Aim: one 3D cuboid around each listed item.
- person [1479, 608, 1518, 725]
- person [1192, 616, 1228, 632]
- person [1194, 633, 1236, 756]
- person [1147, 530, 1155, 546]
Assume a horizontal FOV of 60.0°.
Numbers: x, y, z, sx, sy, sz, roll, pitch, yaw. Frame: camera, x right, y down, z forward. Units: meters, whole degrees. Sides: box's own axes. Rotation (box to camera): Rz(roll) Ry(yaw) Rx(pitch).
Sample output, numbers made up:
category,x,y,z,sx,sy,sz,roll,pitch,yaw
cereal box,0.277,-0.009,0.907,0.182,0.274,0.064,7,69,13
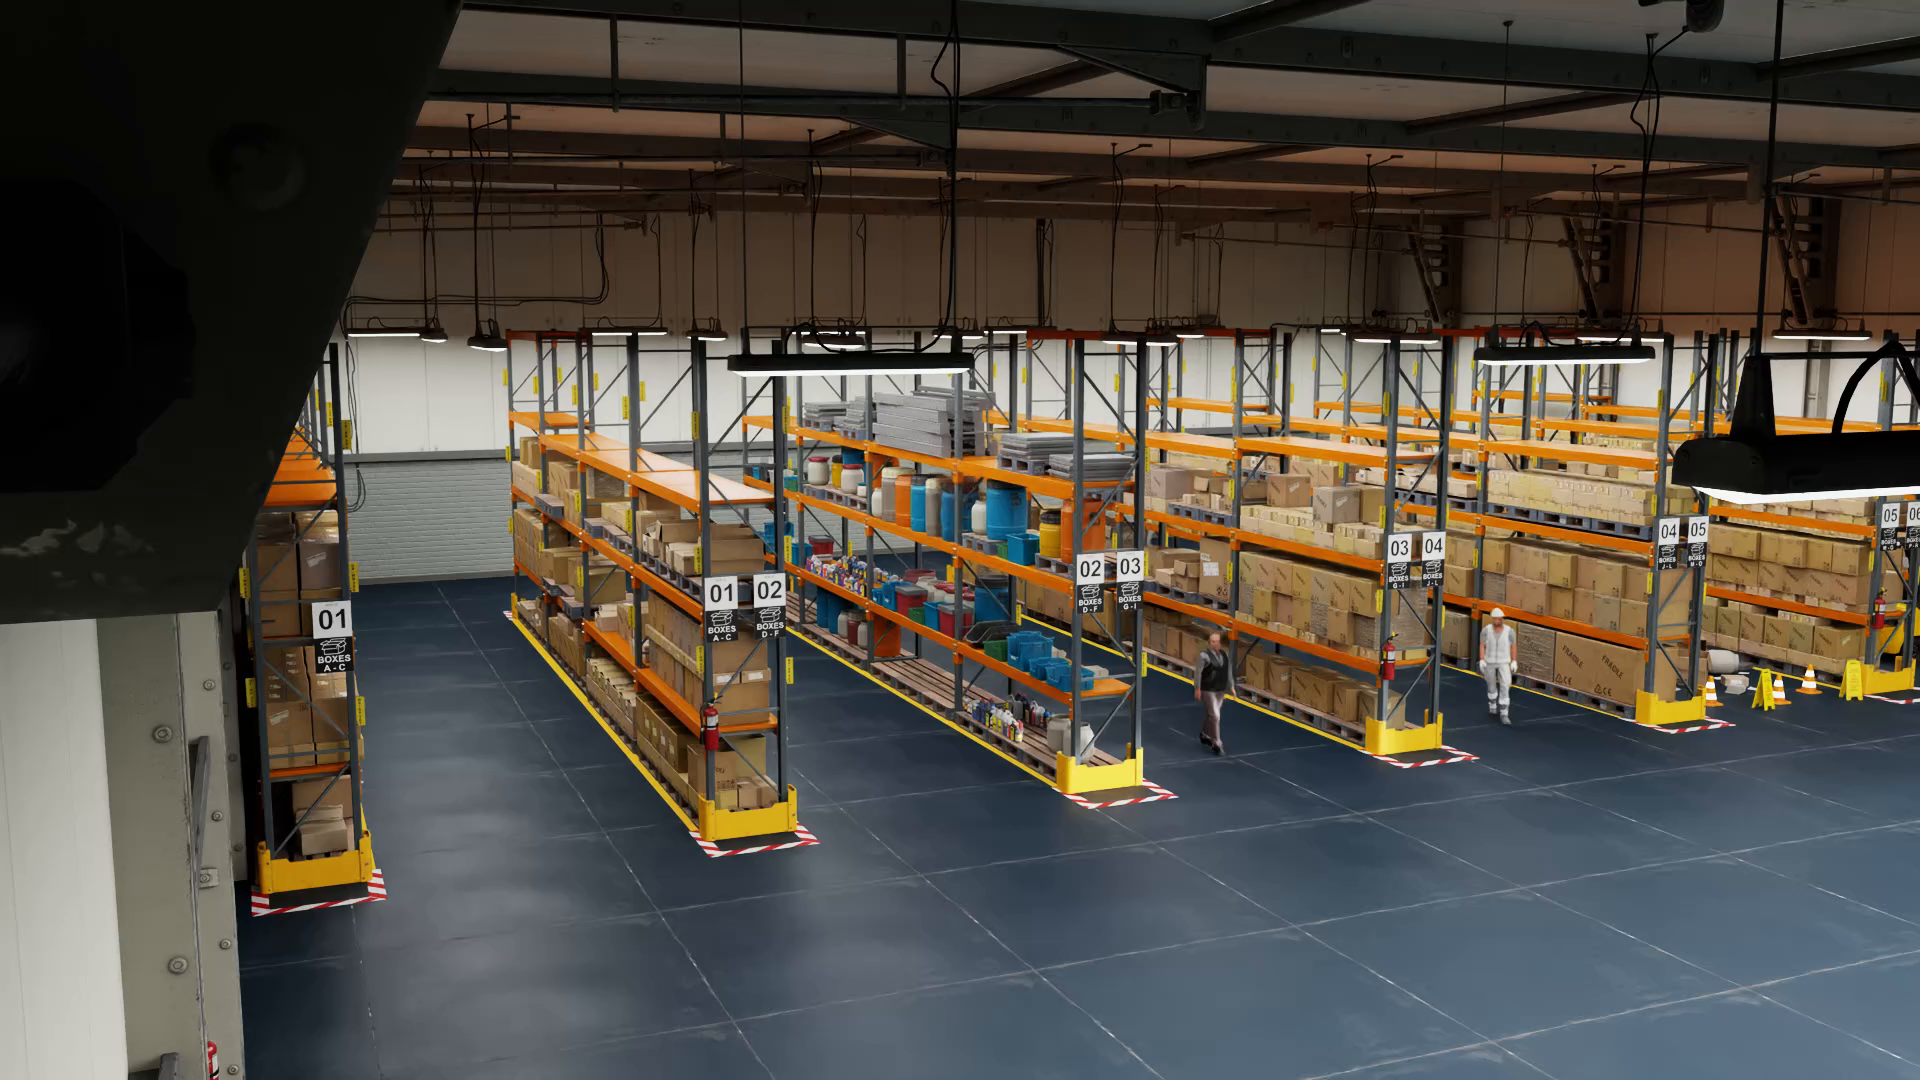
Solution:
category,x,y,z,sx,sy,sz,roll,pitch,yaw
person,8.376,1.923,25.887,0.574,1.737,0.949,3,8,21
person,4.985,0.957,33.177,0.610,1.728,1.036,-5,9,-32
person,3.708,2.231,24.142,0.559,1.776,0.698,-5,9,-35
person,4.846,-0.335,42.811,0.462,1.665,0.675,5,9,34
